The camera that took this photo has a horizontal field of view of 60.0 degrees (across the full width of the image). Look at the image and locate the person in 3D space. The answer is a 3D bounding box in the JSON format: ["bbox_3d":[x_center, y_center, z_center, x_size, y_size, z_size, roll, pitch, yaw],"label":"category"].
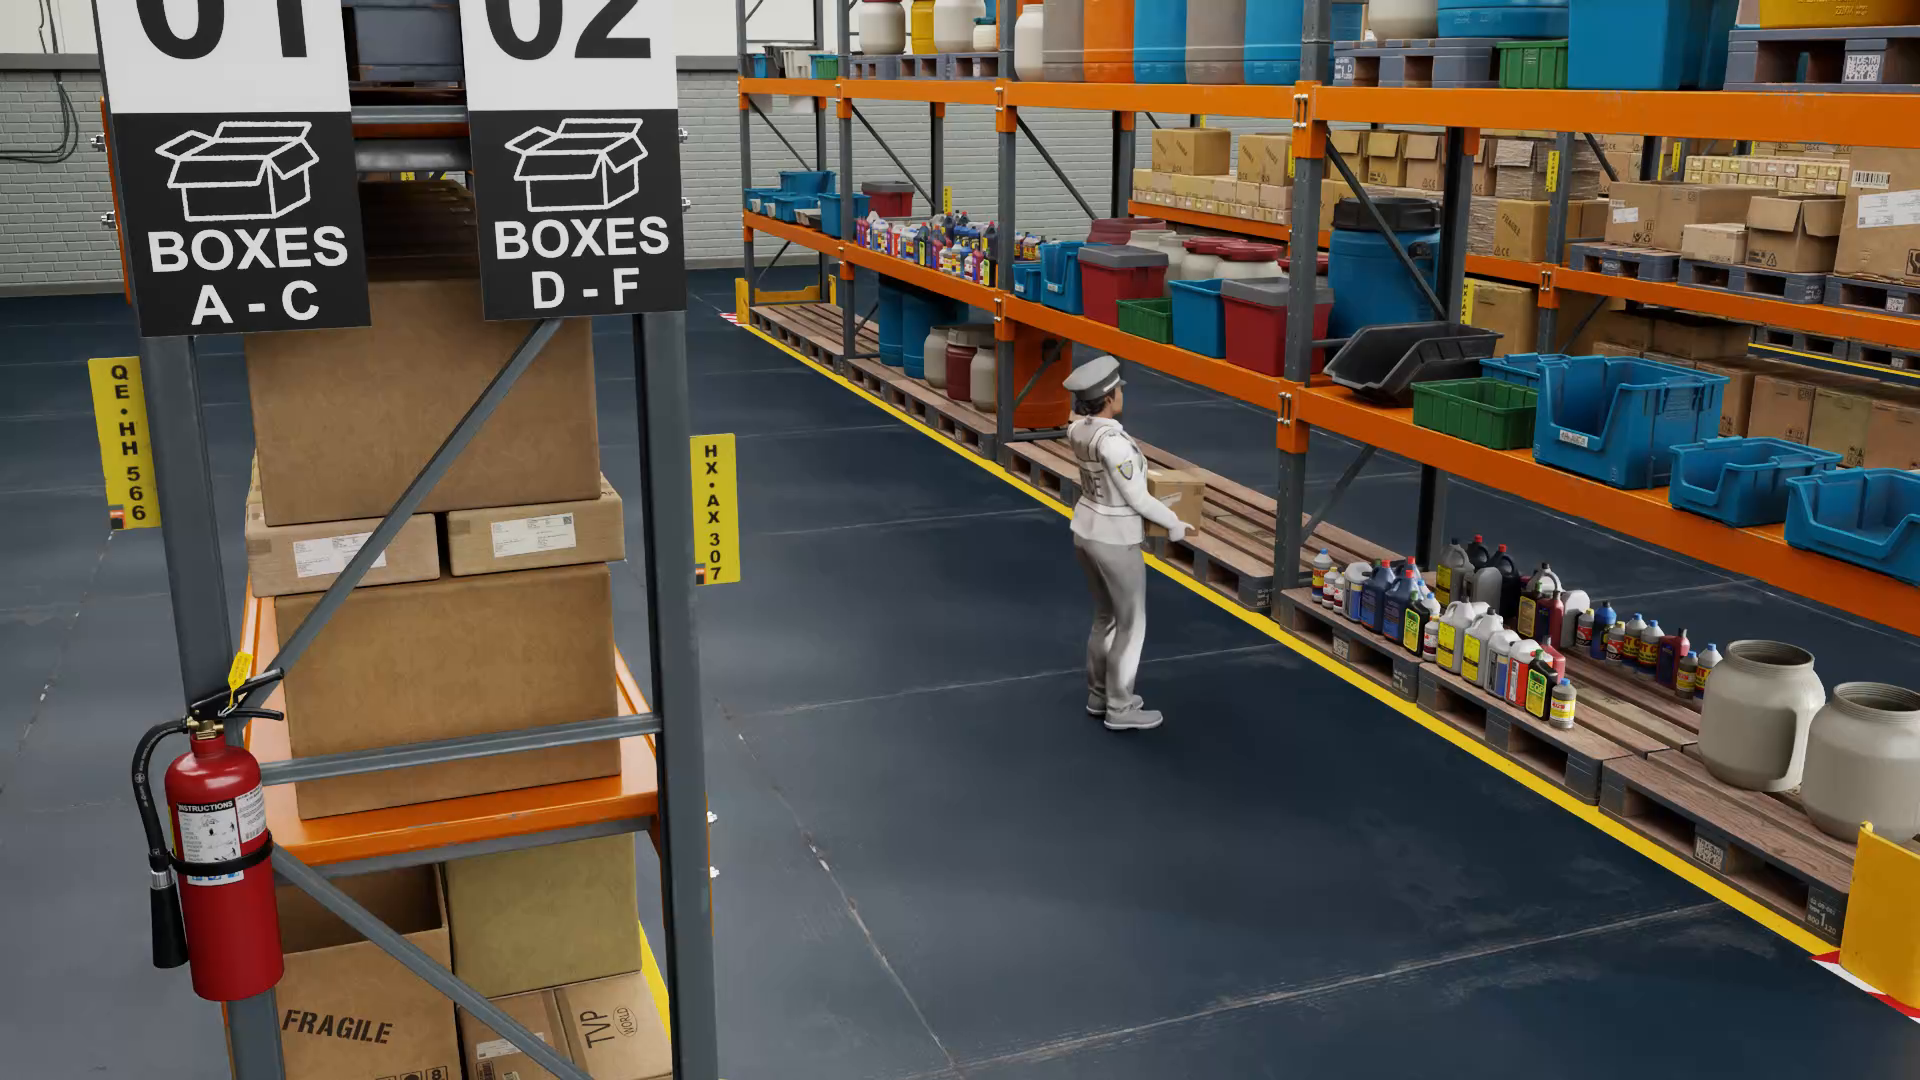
[{"bbox_3d":[0.730,0.009,7.444,0.562,1.687,0.461,-6,17,-20],"label":"person"}]
